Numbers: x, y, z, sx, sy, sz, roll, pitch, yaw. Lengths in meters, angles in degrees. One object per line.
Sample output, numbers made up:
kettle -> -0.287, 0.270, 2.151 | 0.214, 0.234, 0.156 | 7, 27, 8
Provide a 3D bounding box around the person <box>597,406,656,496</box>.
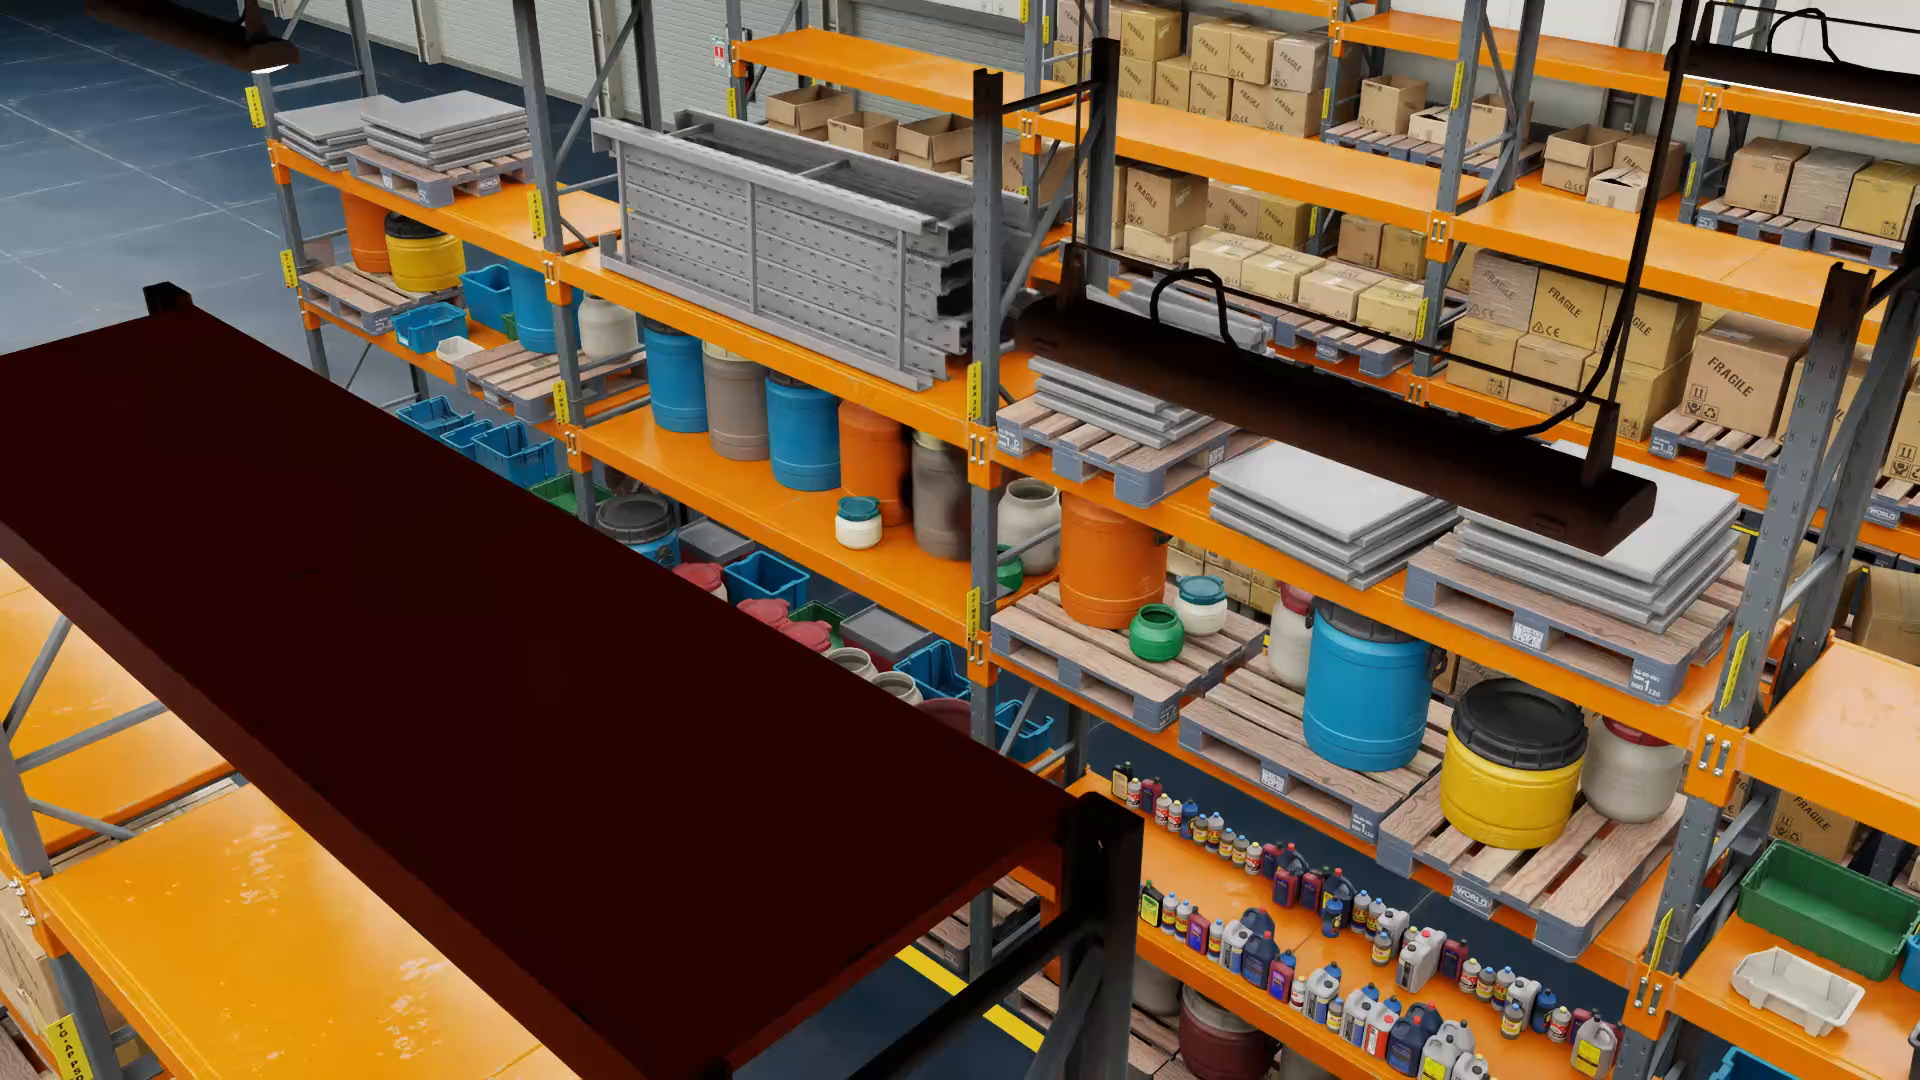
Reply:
person -> -3.212, -0.876, 16.119 | 0.556, 1.664, 0.657 | 10, 31, 17
